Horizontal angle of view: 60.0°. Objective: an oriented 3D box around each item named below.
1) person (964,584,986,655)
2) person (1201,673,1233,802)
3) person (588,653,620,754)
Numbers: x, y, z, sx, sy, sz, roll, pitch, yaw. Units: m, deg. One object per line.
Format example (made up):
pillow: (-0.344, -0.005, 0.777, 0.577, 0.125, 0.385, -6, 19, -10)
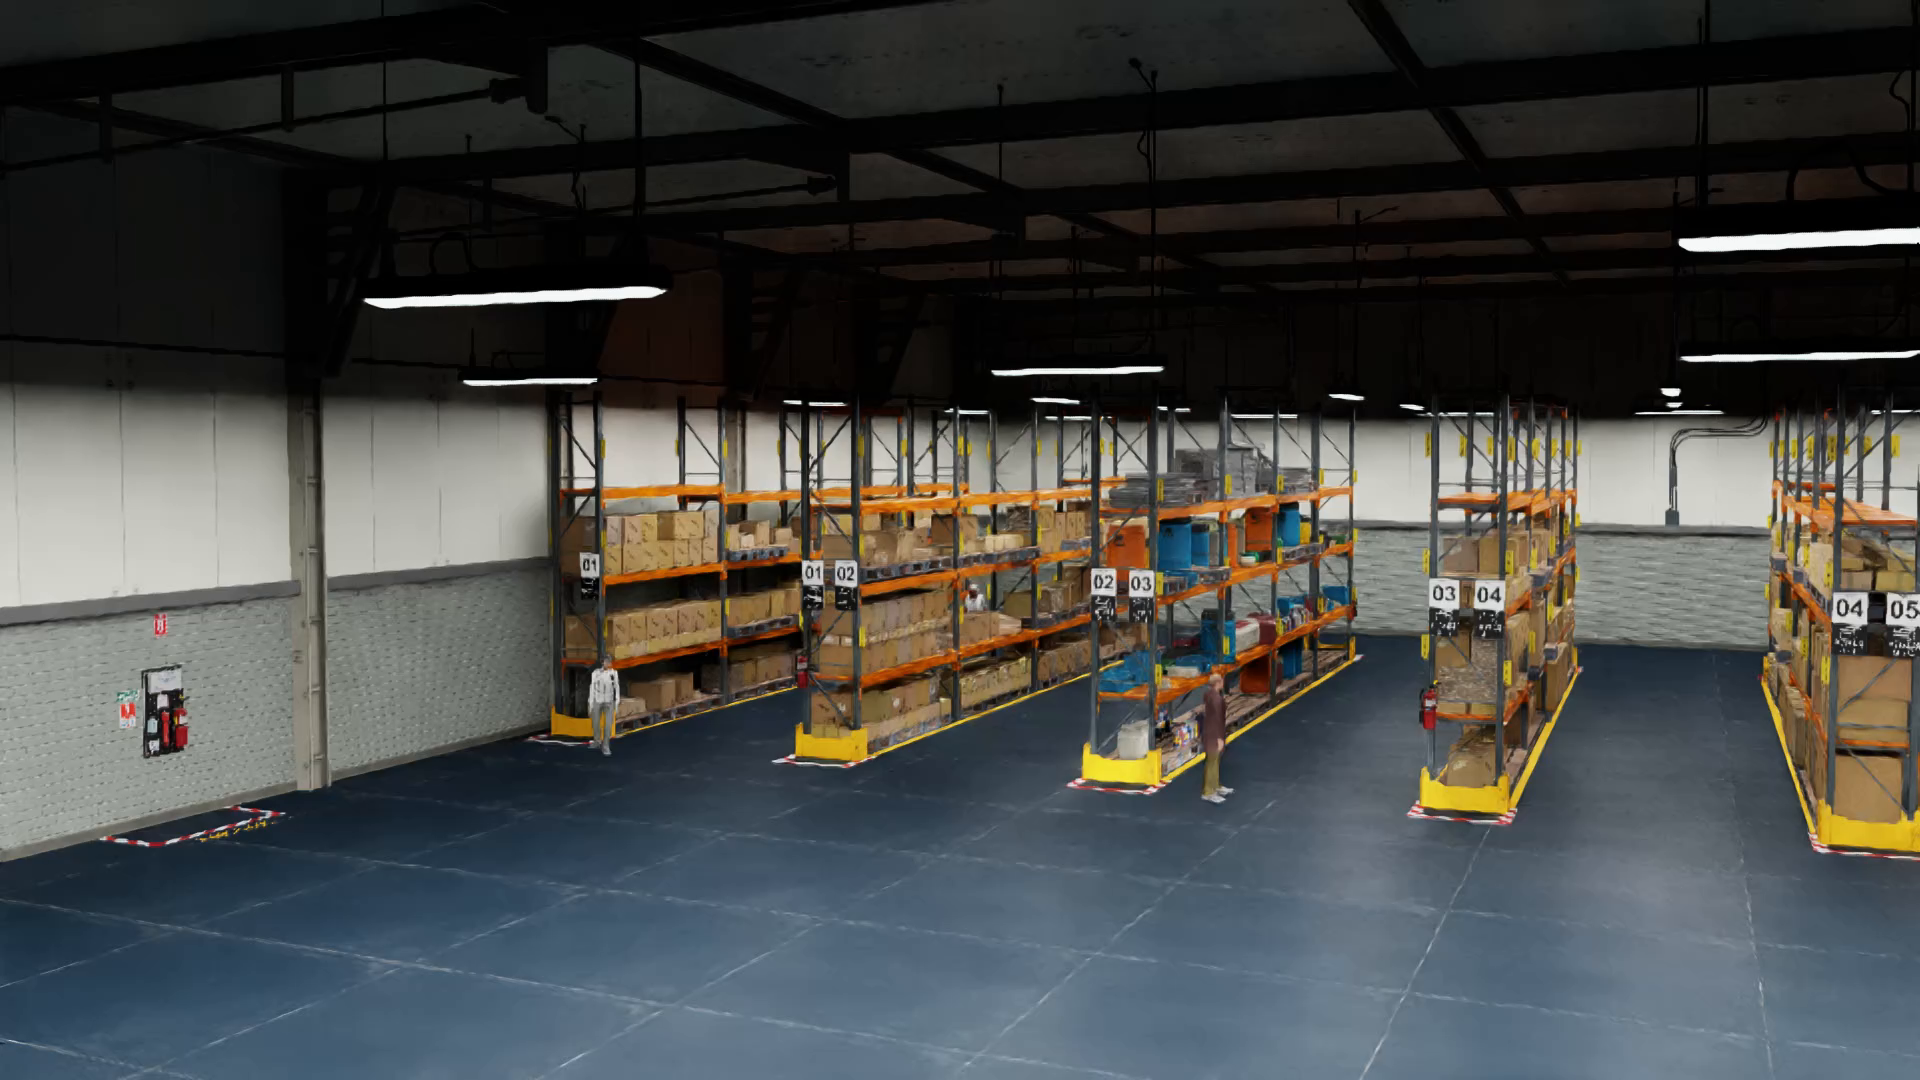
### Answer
person: (0.339, 1.902, 40.354, 0.569, 1.702, 1.114, 1, 3, 21)
person: (3.671, 2.784, 23.666, 0.522, 1.790, 0.654, 0, 3, -3)
person: (-5.856, 2.666, 27.347, 0.522, 1.660, 0.534, -1, 3, -13)
